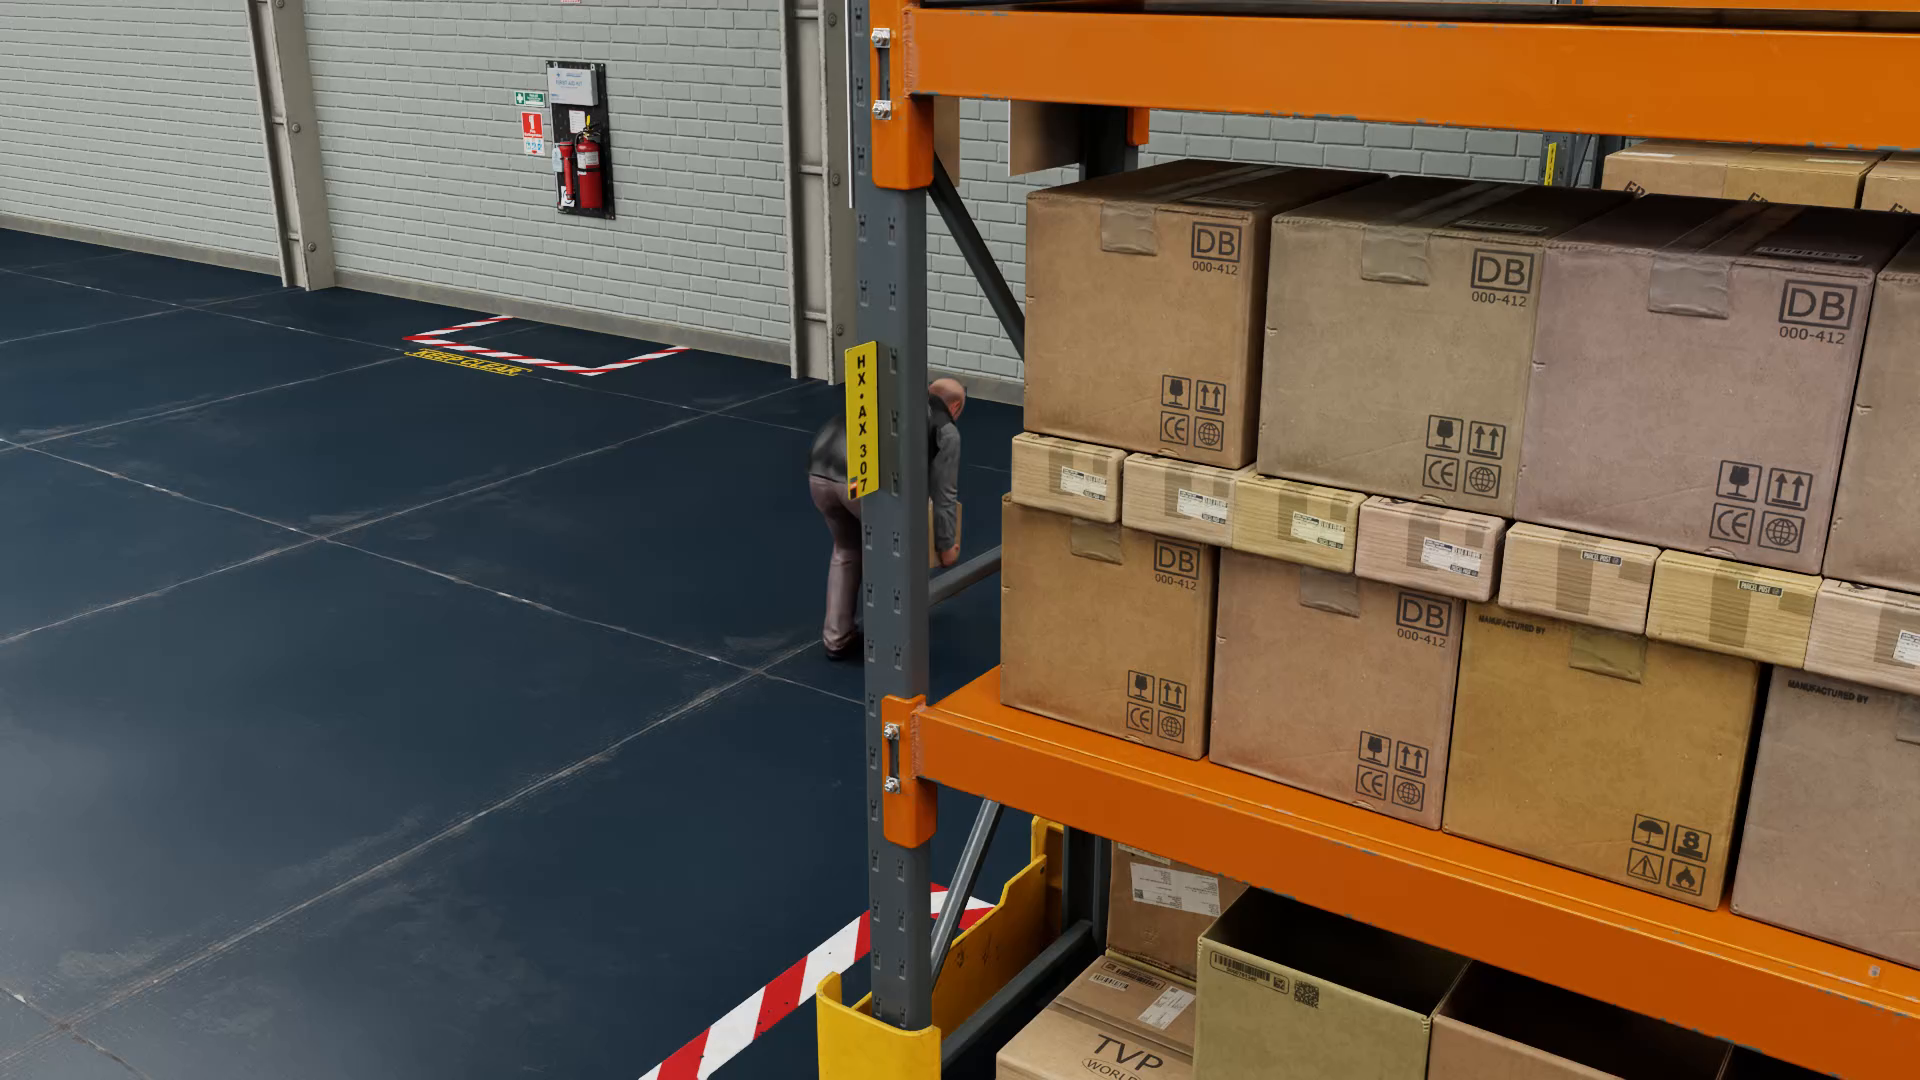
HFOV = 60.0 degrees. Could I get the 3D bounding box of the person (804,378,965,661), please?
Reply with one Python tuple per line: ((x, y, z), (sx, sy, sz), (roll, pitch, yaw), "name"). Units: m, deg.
((-0.266, -0.089, 7.217), (0.462, 1.145, 0.955), (12, 23, 30), "person")
